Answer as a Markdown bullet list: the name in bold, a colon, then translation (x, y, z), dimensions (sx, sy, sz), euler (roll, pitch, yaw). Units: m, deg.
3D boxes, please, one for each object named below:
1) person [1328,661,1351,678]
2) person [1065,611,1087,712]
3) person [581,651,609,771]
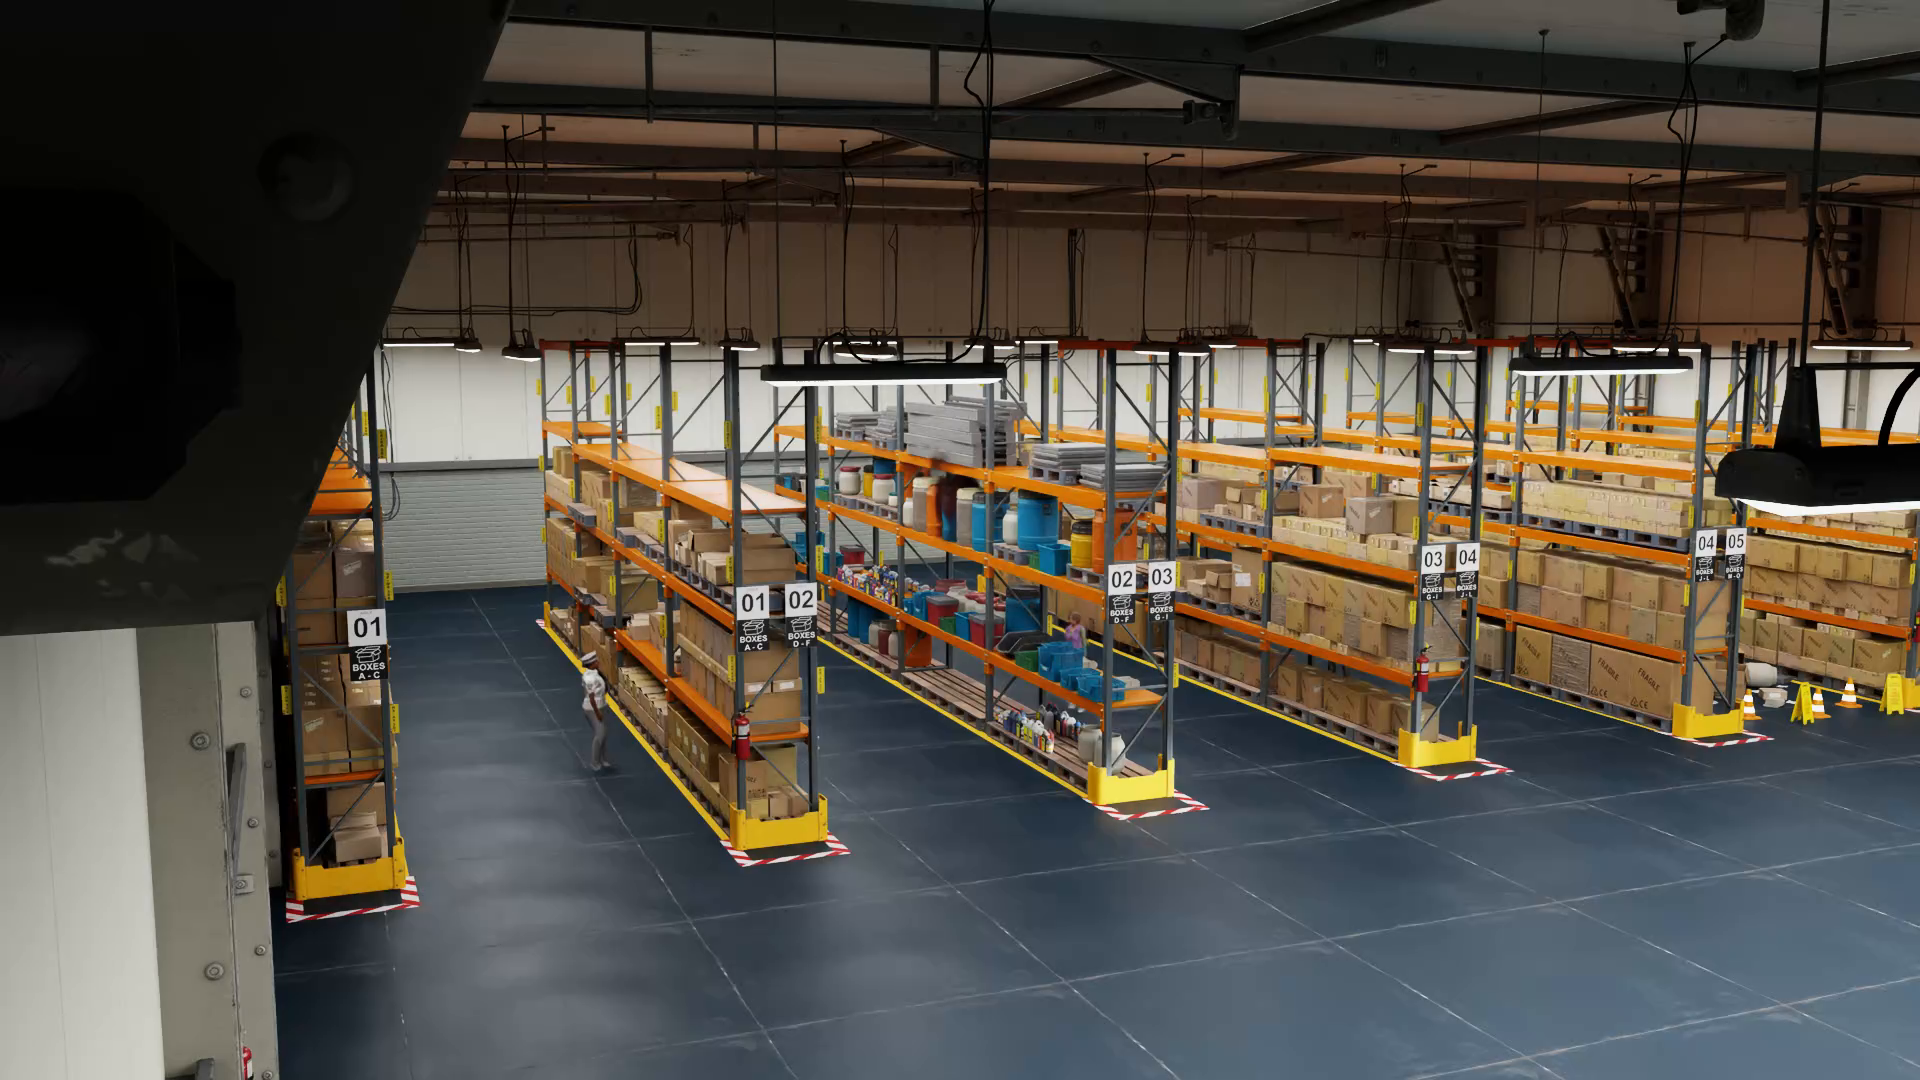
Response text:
- **person**: translation (6.579, 1.767, 28.859), dimensions (0.453, 1.661, 0.374), euler (5, 9, 33)
- **person**: translation (1.890, 1.970, 27.170), dimensions (0.510, 1.612, 0.374), euler (7, 10, 41)
- **person**: translation (-5.203, 2.453, 23.810), dimensions (0.412, 1.752, 0.470), euler (1, 8, 11)
